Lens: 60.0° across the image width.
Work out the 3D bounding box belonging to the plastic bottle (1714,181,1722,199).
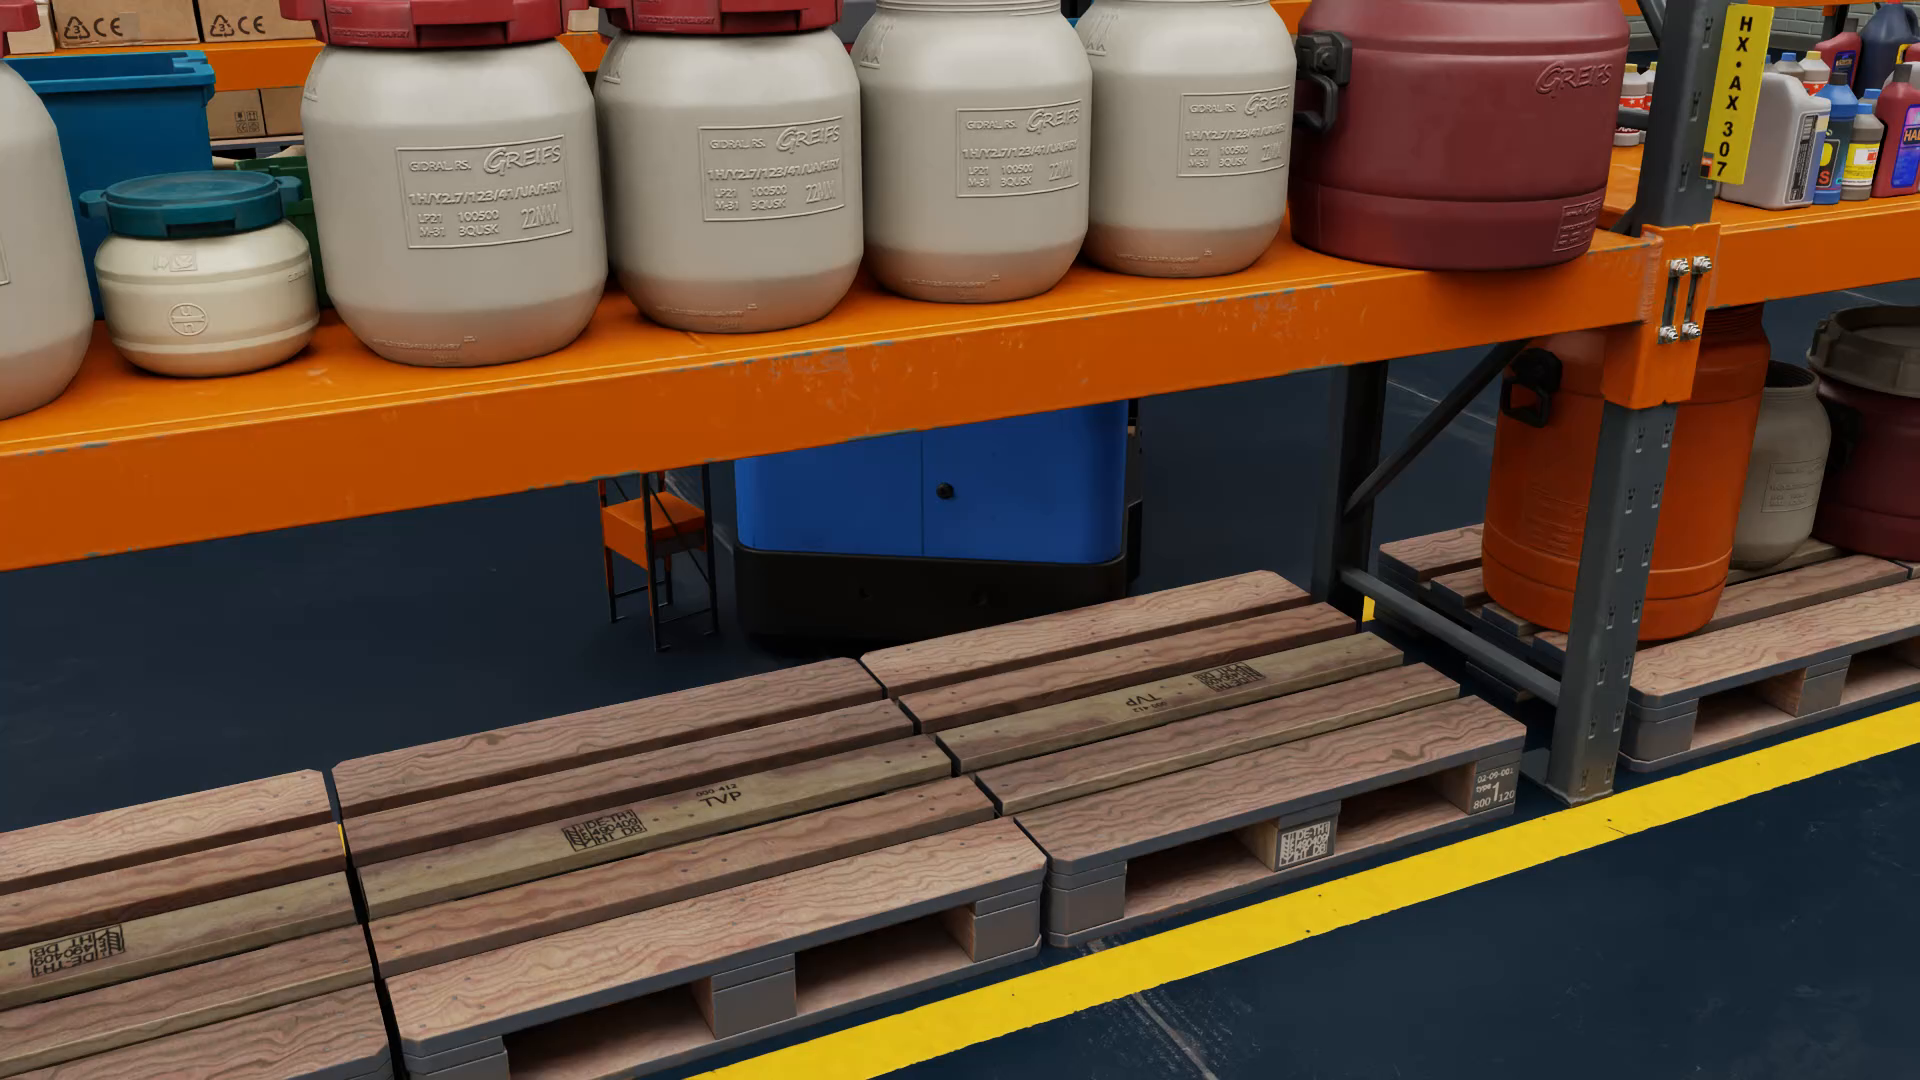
[{"bbox_3d":[1.692,-0.914,3.697,0.135,0.276,0.152,-10,25,-24],"label":"plastic bottle"}]

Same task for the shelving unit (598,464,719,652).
[{"bbox_3d":[-0.829,-0.242,4.462,0.215,1.050,0.252,-18,28,-37],"label":"shelving unit"}]

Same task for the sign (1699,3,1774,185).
[{"bbox_3d":[1.472,-0.845,3.156,0.005,0.325,0.100,-10,25,-24],"label":"sign"}]

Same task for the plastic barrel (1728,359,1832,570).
[{"bbox_3d":[2.131,-0.214,4.549,0.421,0.512,0.421,0,22,0],"label":"plastic barrel"}]

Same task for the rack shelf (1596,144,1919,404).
[{"bbox_3d":[3.030,-0.958,4.582,4.000,0.370,1.077,-10,25,-24],"label":"rack shelf"}]

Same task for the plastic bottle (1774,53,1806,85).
[{"bbox_3d":[2.253,-1.228,4.556,0.097,0.201,0.097,0,22,0],"label":"plastic bottle"}]

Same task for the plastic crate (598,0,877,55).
[{"bbox_3d":[-0.361,-0.825,3.238,0.583,0.464,0.402,-10,25,-24],"label":"plastic crate"}]

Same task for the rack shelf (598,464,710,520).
[{"bbox_3d":[-0.829,-0.232,4.466,0.215,0.259,0.240,-18,28,-37],"label":"rack shelf"}]

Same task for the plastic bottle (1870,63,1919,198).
[{"bbox_3d":[2.074,-0.903,3.663,0.133,0.283,0.061,-10,25,-24],"label":"plastic bottle"}]

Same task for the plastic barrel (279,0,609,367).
[{"bbox_3d":[-0.758,-0.562,2.509,0.433,0.535,0.433,0,22,0],"label":"plastic barrel"}]

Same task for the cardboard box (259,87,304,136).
[{"bbox_3d":[-4.645,-3.146,11.621,0.500,0.500,0.700,-11,25,-24],"label":"cardboard box"}]

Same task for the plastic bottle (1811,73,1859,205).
[{"bbox_3d":[1.874,-0.869,3.595,0.097,0.271,0.097,0,22,0],"label":"plastic bottle"}]

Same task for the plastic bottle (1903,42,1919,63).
[{"bbox_3d":[2.666,-1.289,4.594,0.133,0.283,0.061,-10,25,-24],"label":"plastic bottle"}]

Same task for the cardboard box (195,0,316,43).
[{"bbox_3d":[-2.897,-2.341,6.852,0.500,0.500,0.500,-10,25,-24],"label":"cardboard box"}]

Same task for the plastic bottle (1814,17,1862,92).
[{"bbox_3d":[2.437,-1.308,4.640,0.133,0.283,0.061,-10,25,-24],"label":"plastic bottle"}]

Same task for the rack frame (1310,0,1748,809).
[{"bbox_3d":[1.228,-0.958,3.643,0.127,3.000,1.000,-10,25,-24],"label":"rack frame"}]

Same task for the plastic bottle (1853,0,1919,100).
[{"bbox_3d":[2.598,-1.351,4.657,0.185,0.351,0.144,-10,25,-24],"label":"plastic bottle"}]

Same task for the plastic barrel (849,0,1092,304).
[{"bbox_3d":[0.014,-0.696,2.863,0.421,0.512,0.421,0,22,0],"label":"plastic barrel"}]

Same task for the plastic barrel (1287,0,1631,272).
[{"bbox_3d":[0.941,-0.840,3.179,0.708,0.536,0.600,-10,25,-24],"label":"plastic barrel"}]

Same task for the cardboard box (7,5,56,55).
[{"bbox_3d":[-3.635,-1.963,6.398,0.250,0.149,0.380,-10,25,-24],"label":"cardboard box"}]

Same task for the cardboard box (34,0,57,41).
[{"bbox_3d":[-3.809,-2.149,6.696,0.258,0.266,0.396,-11,25,-25],"label":"cardboard box"}]

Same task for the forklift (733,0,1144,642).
[{"bbox_3d":[0.069,-1.592,5.263,1.130,2.935,3.031,2,23,6],"label":"forklift"}]

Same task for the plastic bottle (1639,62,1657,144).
[{"bbox_3d":[1.815,-1.148,4.361,0.097,0.201,0.097,0,22,0],"label":"plastic bottle"}]

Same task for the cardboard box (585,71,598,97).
[{"bbox_3d":[-2.350,-3.650,12.407,0.750,0.750,0.750,-11,25,-24],"label":"cardboard box"}]

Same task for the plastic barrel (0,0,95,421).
[{"bbox_3d":[-1.420,-0.441,2.215,0.433,0.535,0.433,0,22,0],"label":"plastic barrel"}]

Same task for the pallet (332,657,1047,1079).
[{"bbox_3d":[-0.585,0.646,3.413,1.213,0.211,1.003,-10,25,-24],"label":"pallet"}]

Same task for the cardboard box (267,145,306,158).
[{"bbox_3d":[-2.910,-1.604,7.515,0.500,0.311,0.500,-11,25,-24],"label":"cardboard box"}]

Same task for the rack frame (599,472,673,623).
[{"bbox_3d":[-0.908,-0.278,4.549,0.200,1.050,0.008,-18,28,-37],"label":"rack frame"}]

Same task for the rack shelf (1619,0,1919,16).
[{"bbox_3d":[4.489,-3.329,10.310,4.000,0.370,1.077,-10,25,-24],"label":"rack shelf"}]

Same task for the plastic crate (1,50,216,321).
[{"bbox_3d":[-1.518,-0.577,2.744,0.575,0.384,0.392,-10,25,-24],"label":"plastic crate"}]

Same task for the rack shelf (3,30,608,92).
[{"bbox_3d":[-2.719,-2.002,7.104,4.000,0.370,1.077,-10,25,-24],"label":"rack shelf"}]

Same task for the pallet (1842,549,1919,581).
[{"bbox_3d":[3.018,-0.016,5.012,1.213,0.211,1.003,-10,25,-24],"label":"pallet"}]
